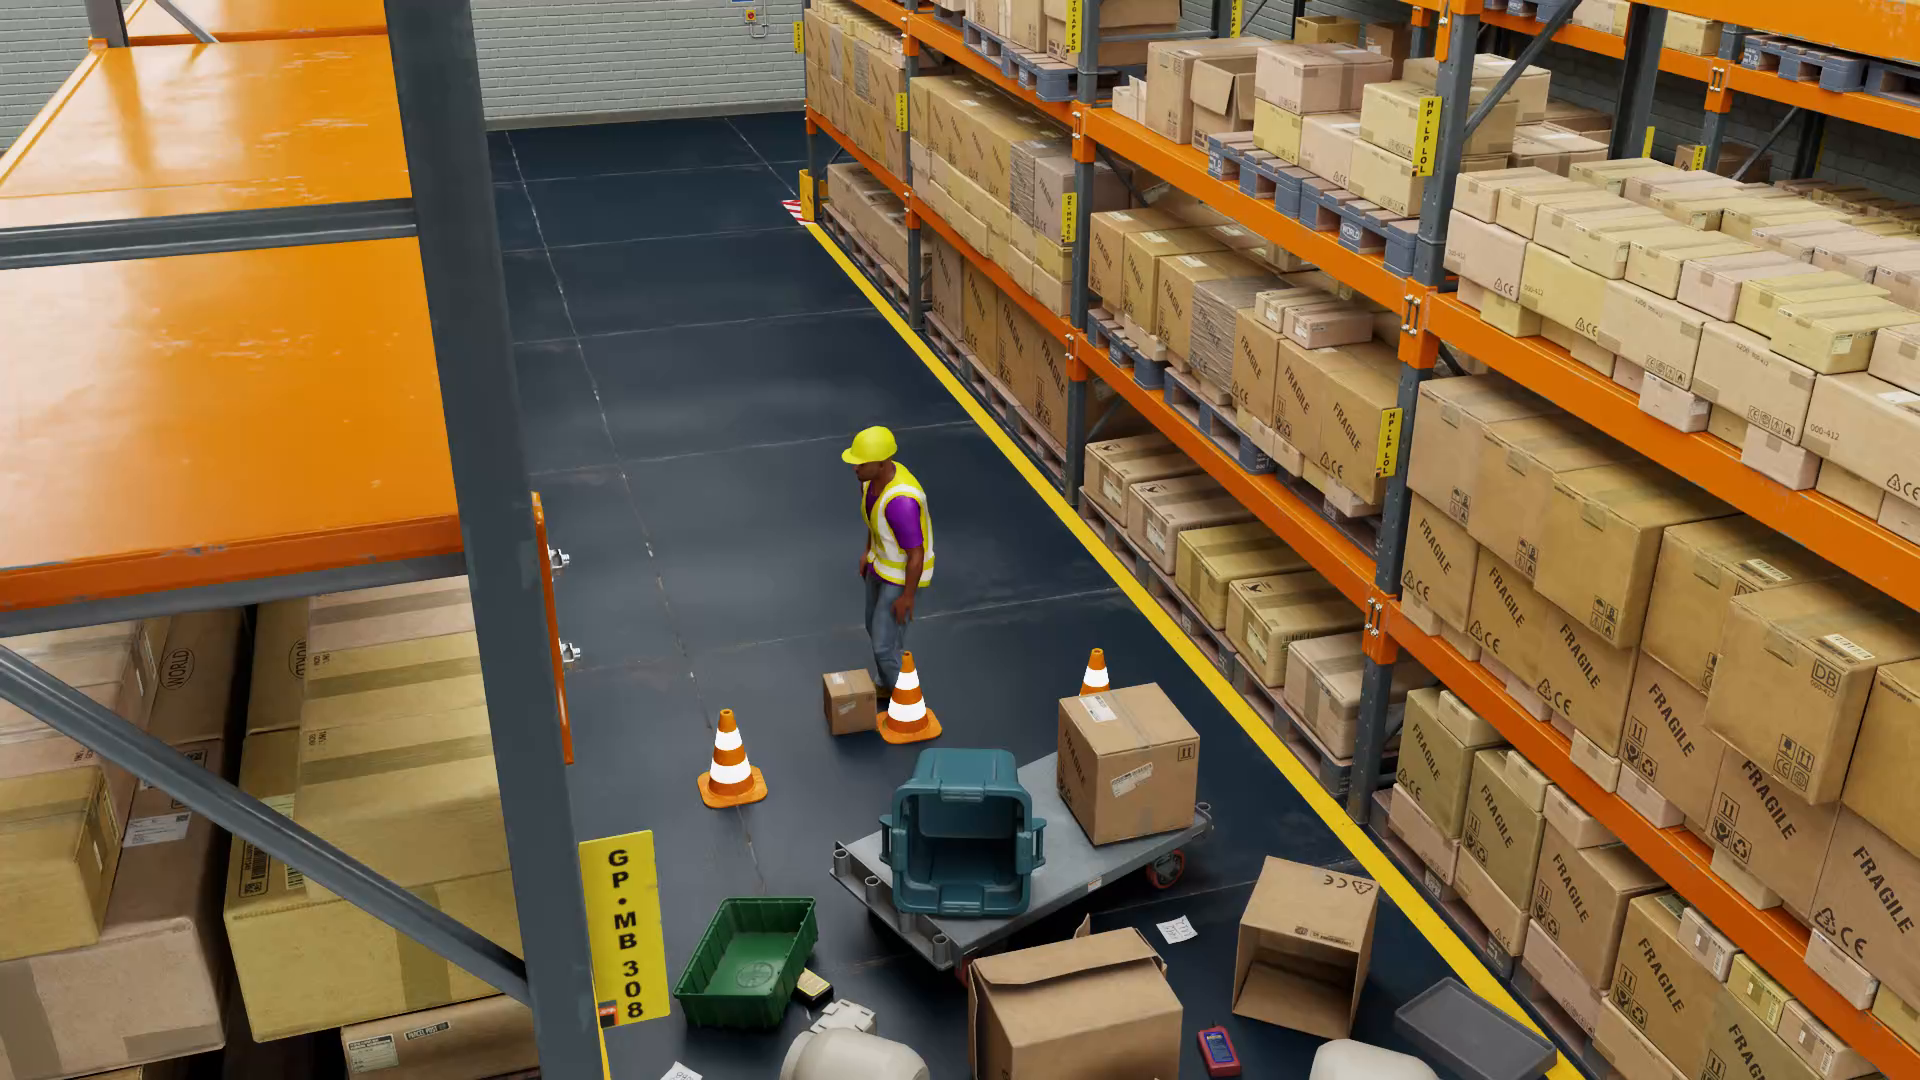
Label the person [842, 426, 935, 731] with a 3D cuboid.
[{"bbox_3d":[-0.392,0.212,8.973,0.471,1.802,0.632,-10,28,-19],"label":"person"}]
